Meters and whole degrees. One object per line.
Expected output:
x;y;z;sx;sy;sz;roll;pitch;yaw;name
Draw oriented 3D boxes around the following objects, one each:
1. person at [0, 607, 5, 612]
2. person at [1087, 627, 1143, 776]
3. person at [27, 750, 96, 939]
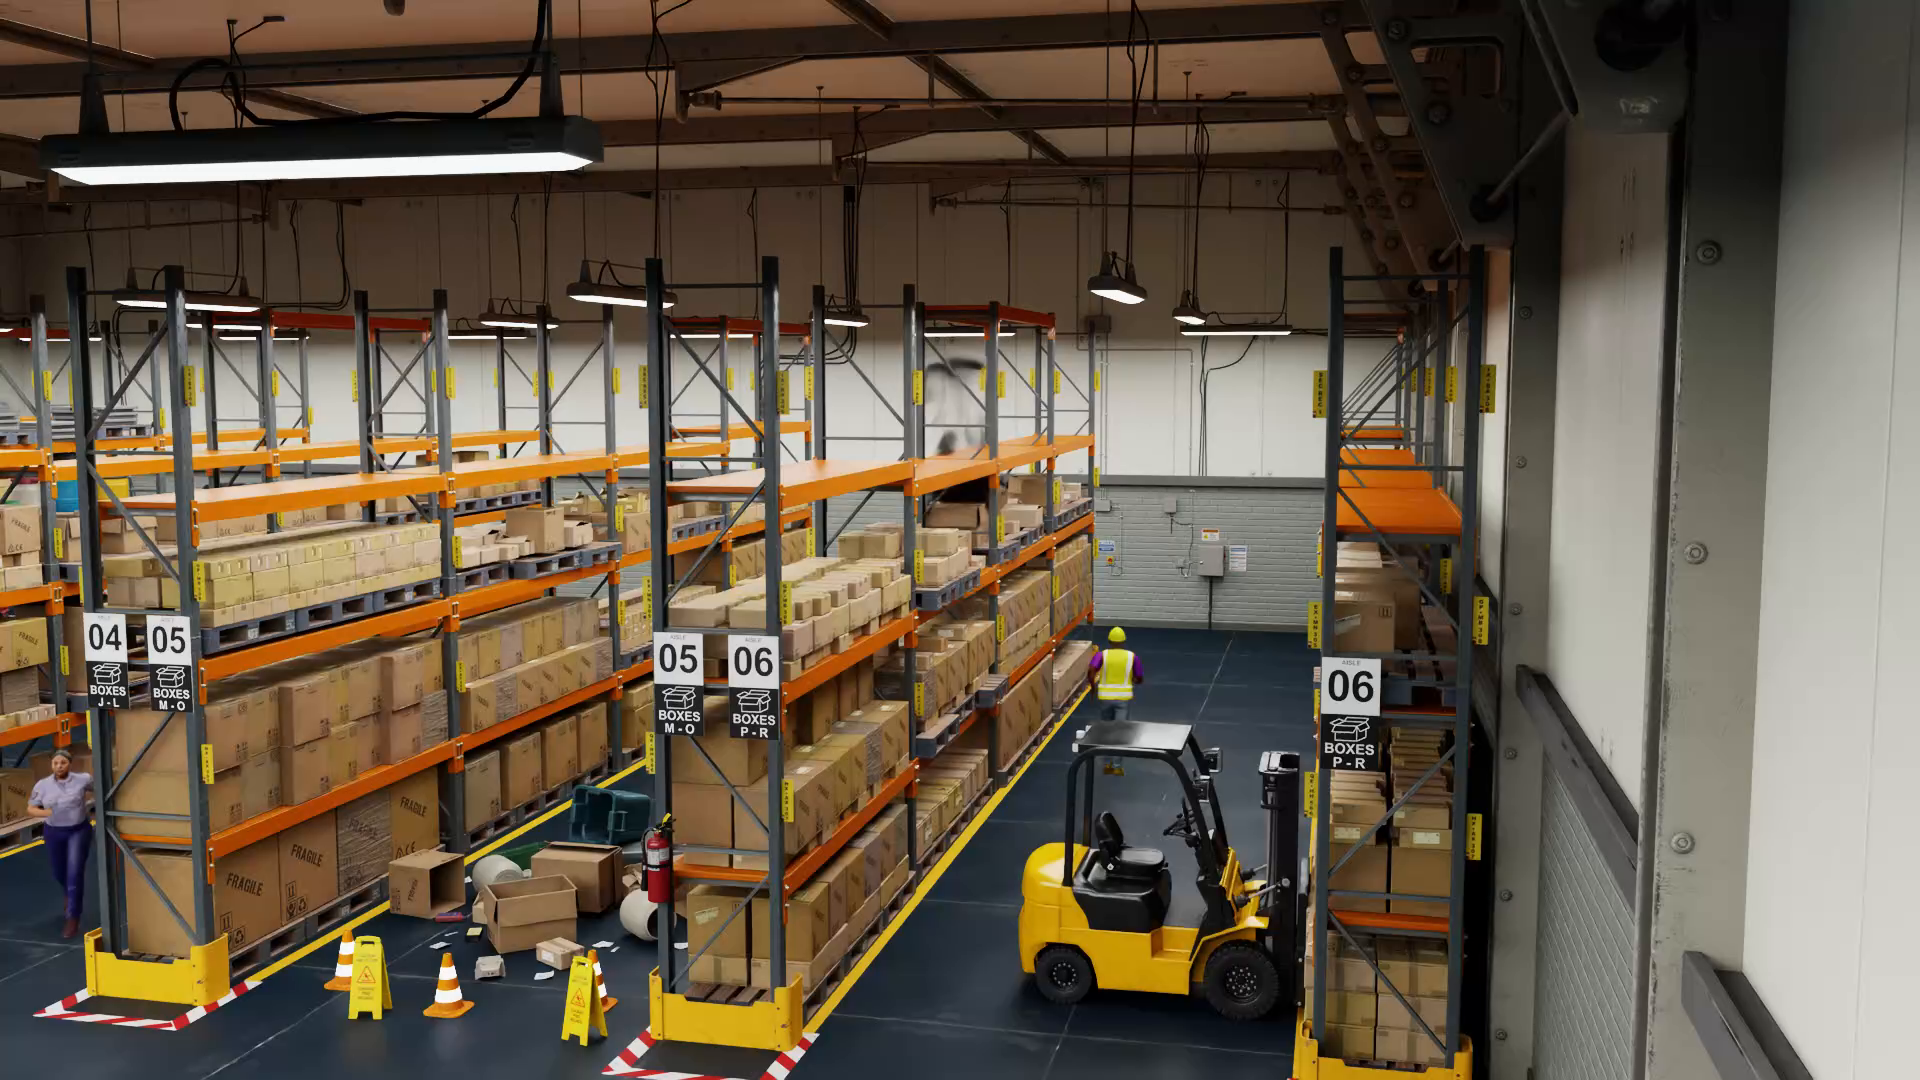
-15.950;1.548;27.583;0.640;1.803;0.882;1;6;12;person
1.892;1.989;20.091;0.630;1.866;0.800;1;6;14;person
-8.323;2.764;15.500;0.590;1.670;0.909;-2;6;-16;person
